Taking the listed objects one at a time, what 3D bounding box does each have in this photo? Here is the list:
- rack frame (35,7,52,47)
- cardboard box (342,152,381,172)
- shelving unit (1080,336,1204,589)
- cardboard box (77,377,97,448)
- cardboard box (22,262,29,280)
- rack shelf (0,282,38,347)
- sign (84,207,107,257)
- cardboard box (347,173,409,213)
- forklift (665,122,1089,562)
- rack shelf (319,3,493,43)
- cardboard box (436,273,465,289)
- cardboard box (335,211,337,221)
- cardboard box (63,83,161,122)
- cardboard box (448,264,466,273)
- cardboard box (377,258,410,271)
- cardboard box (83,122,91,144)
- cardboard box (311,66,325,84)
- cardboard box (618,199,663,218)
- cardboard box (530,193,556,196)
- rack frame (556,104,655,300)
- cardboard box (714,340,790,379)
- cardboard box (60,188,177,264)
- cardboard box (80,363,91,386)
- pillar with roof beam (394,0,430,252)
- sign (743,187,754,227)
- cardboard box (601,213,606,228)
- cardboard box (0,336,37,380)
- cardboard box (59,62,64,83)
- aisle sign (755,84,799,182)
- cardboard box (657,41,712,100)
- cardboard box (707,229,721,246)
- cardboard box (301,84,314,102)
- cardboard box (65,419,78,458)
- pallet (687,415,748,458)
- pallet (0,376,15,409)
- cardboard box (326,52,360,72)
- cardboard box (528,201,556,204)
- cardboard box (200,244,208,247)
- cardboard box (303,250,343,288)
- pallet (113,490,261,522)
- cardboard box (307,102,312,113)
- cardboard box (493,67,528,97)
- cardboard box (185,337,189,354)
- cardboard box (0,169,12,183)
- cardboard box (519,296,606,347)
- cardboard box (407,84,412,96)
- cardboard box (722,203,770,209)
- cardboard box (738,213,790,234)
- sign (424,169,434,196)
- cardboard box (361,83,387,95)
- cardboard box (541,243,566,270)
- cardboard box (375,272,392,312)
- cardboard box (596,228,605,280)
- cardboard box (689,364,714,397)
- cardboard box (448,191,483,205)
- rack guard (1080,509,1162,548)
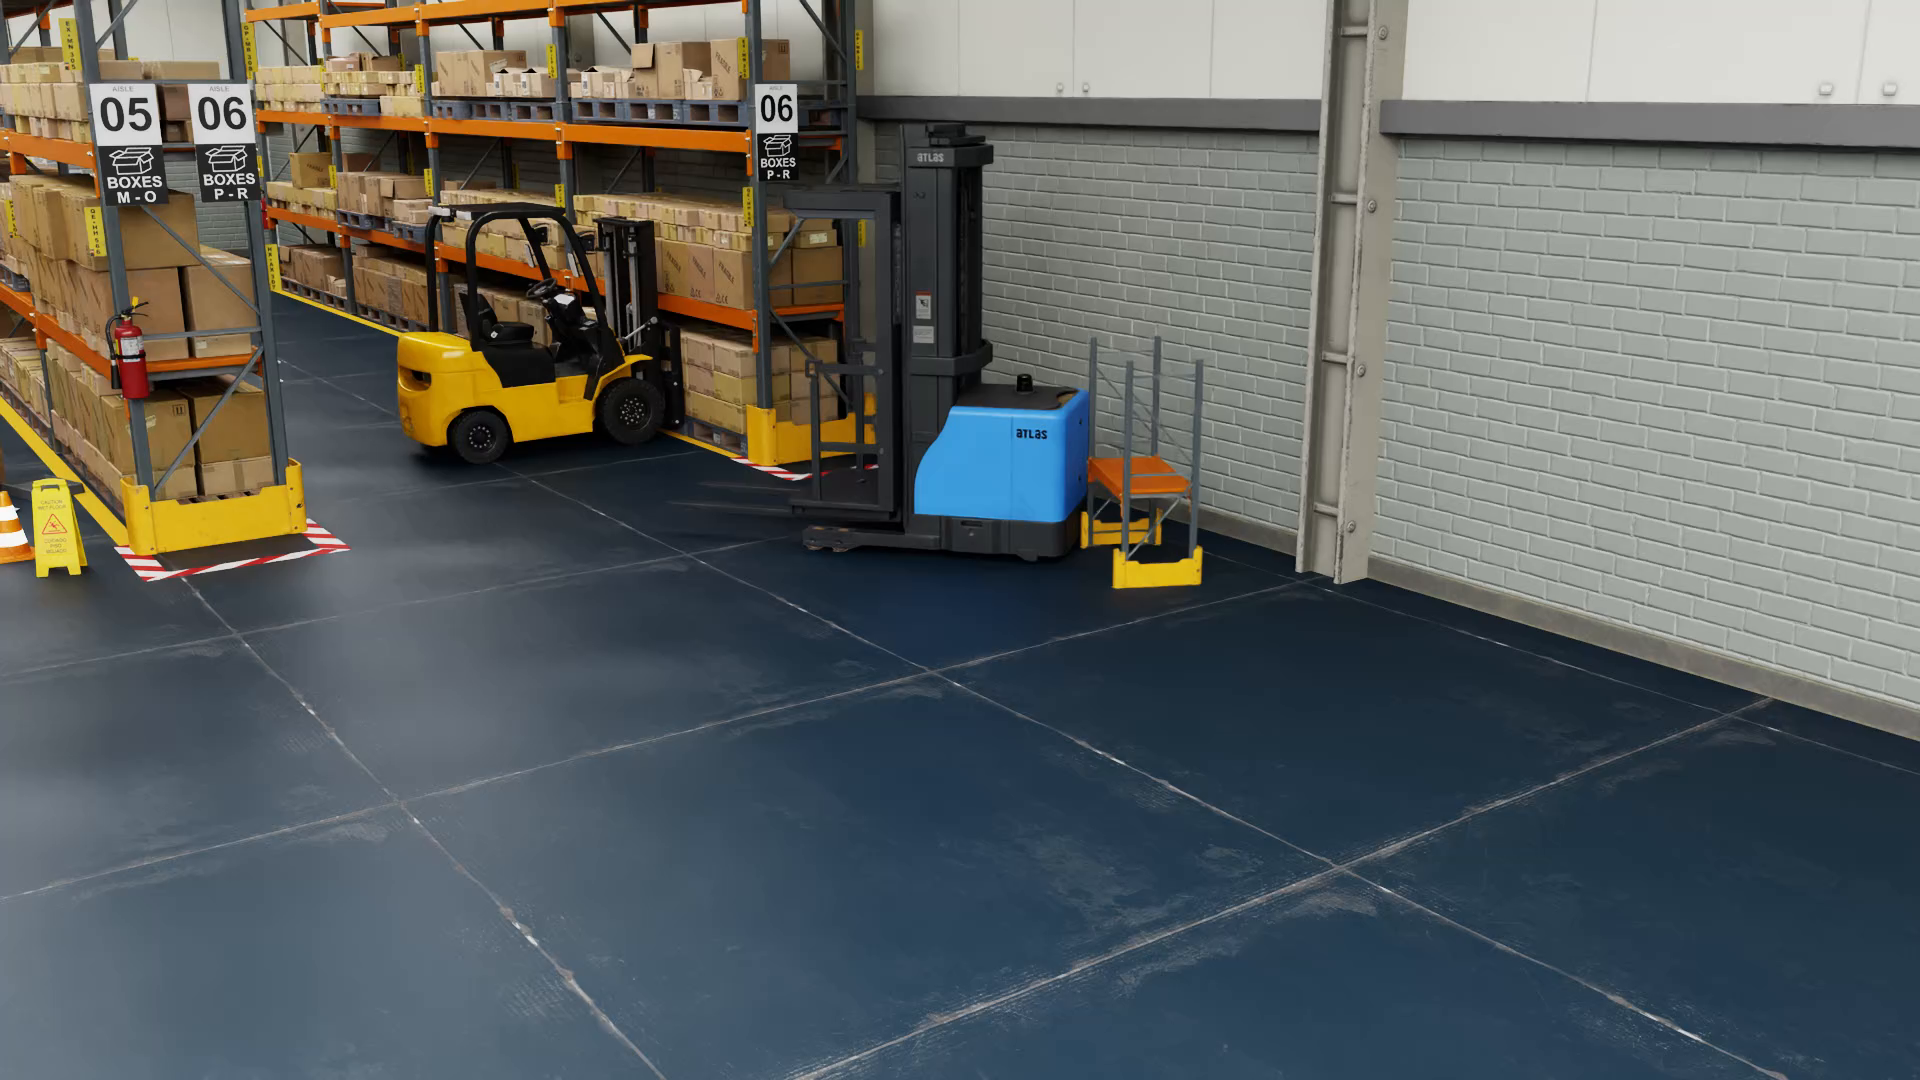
[{"bbox_3d":[-10.047,-6.042,17.107,1.000,3.000,0.127,-11,19,-35],"label":"rack frame"},{"bbox_3d":[-9.046,-5.566,25.032,0.500,0.500,0.500,-11,19,-36],"label":"cardboard box"},{"bbox_3d":[1.227,-0.555,11.262,0.587,1.500,1.083,-2,15,-8],"label":"shelving unit"},{"bbox_3d":[-6.625,-1.029,13.146,0.500,0.500,0.500,-11,19,-36],"label":"cardboard box"},{"bbox_3d":[-8.221,-2.443,15.001,0.380,0.149,0.250,-11,19,-34],"label":"cardboard box"},{"bbox_3d":[-8.871,-2.375,16.434,1.077,0.370,4.000,-11,19,-35],"label":"rack shelf"},{"bbox_3d":[-5.804,-2.070,11.164,0.100,0.325,0.005,-11,19,-35],"label":"sign"},{"bbox_3d":[-7.978,-4.776,22.861,0.700,0.500,0.500,-11,19,-34],"label":"cardboard box"},{"bbox_3d":[-0.626,-1.457,11.848,3.031,2.935,1.130,4,16,14],"label":"forklift"},{"bbox_3d":[-7.210,-6.701,21.633,1.077,0.370,4.000,-11,19,-35],"label":"rack shelf"},{"bbox_3d":[-6.529,-3.296,21.147,0.380,0.149,0.250,-12,19,-37],"label":"cardboard box"},{"bbox_3d":[-8.777,-4.682,23.976,0.380,0.149,0.250,-11,19,-34],"label":"cardboard box"},{"bbox_3d":[-5.862,-3.026,11.488,0.500,0.250,0.500,-11,19,-35],"label":"cardboard box"},{"bbox_3d":[-6.711,-3.612,22.301,0.380,0.149,0.250,-11,19,-36],"label":"cardboard box"},{"bbox_3d":[-7.832,-3.810,23.024,0.380,0.149,0.250,-11,19,-35],"label":"cardboard box"},{"bbox_3d":[-5.779,-2.799,11.414,0.380,0.149,0.250,-11,19,-34],"label":"cardboard box"},{"bbox_3d":[-8.877,-6.604,23.613,0.500,0.250,0.500,-11,19,-34],"label":"cardboard box"},{"bbox_3d":[-3.108,-3.239,16.248,0.380,0.149,0.250,-11,19,-35],"label":"cardboard box"},{"bbox_3d":[-4.826,-3.990,19.554,0.380,0.149,0.250,-11,19,-35],"label":"cardboard box"},{"bbox_3d":[-3.682,-3.066,17.596,1.000,3.000,0.127,-11,19,-35],"label":"rack frame"},{"bbox_3d":[-1.853,-1.620,14.833,0.500,0.250,0.500,-10,18,-33],"label":"cardboard box"},{"bbox_3d":[-6.111,-2.299,12.147,0.700,0.500,0.500,-11,19,-34],"label":"cardboard box"},{"bbox_3d":[-6.594,-1.301,12.910,0.380,0.149,0.250,-10,18,-32],"label":"cardboard box"},{"bbox_3d":[-11.548,-7.288,21.659,9.100,9.000,0.400,-11,19,-35],"label":"pillar with roof beam"},{"bbox_3d":[-1.777,-2.803,13.994,0.100,0.325,0.005,-11,19,-35],"label":"sign"},{"bbox_3d":[-3.378,-3.212,16.711,0.380,0.149,0.250,-11,19,-35],"label":"cardboard box"},{"bbox_3d":[-9.723,-1.962,17.744,0.950,0.372,0.625,-12,20,-38],"label":"cardboard box"},{"bbox_3d":[-6.444,-3.465,12.339,0.380,0.149,0.250,-12,19,-36],"label":"cardboard box"},{"bbox_3d":[-1.529,-3.406,13.914,0.394,0.787,0.004,-11,19,-35],"label":"aisle sign"},{"bbox_3d":[-2.309,-4.249,15.061,0.700,0.500,0.500,-11,19,-34],"label":"cardboard box"},{"bbox_3d":[-2.038,-2.718,14.908,0.380,0.149,0.250,-10,18,-34],"label":"cardboard box"},{"bbox_3d":[-9.186,-6.466,24.056,0.500,0.250,0.500,-12,19,-36],"label":"cardboard box"},{"bbox_3d":[-7.243,-0.891,14.062,0.500,0.250,0.500,-10,18,-31],"label":"cardboard box"},{"bbox_3d":[-1.814,-1.024,15.416,1.003,0.211,1.213,-11,19,-35],"label":"pallet"},{"bbox_3d":[-9.588,-1.637,17.657,1.003,0.211,1.213,-11,19,-35],"label":"pallet"},{"bbox_3d":[-8.491,-6.575,22.879,0.396,0.266,0.258,-11,19,-35],"label":"cardboard box"},{"bbox_3d":[-4.592,-3.614,18.180,0.380,0.149,0.250,-12,19,-36],"label":"cardboard box"},{"bbox_3d":[-6.310,-2.103,13.323,0.500,0.500,0.500,-11,19,-36],"label":"cardboard box"},{"bbox_3d":[-9.754,-4.163,25.544,0.500,0.500,0.500,-10,18,-34],"label":"cardboard box"},{"bbox_3d":[-5.837,-0.291,12.739,1.003,0.211,1.213,-11,19,-35],"label":"pallet"},{"bbox_3d":[-9.269,-6.295,24.189,0.380,0.149,0.250,-11,19,-35],"label":"cardboard box"},{"bbox_3d":[-4.756,-5.001,18.169,0.500,0.311,0.500,-12,19,-36],"label":"cardboard box"},{"bbox_3d":[-5.535,-1.476,12.262,0.380,0.149,0.250,-11,19,-34],"label":"cardboard box"},{"bbox_3d":[-10.562,-3.749,18.009,0.500,0.500,0.500,-11,19,-36],"label":"cardboard box"},{"bbox_3d":[-4.448,-2.400,18.865,0.875,0.625,0.625,-11,19,-35],"label":"cardboard box"},{"bbox_3d":[-6.707,-5.644,20.861,0.380,0.149,0.250,-10,18,-33],"label":"cardboard box"},{"bbox_3d":[-2.031,-3.115,15.795,0.380,0.149,0.250,-11,19,-36],"label":"cardboard box"},{"bbox_3d":[-1.711,-2.760,14.497,0.380,0.149,0.250,-11,19,-34],"label":"cardboard box"},{"bbox_3d":[-6.467,-4.354,20.259,0.100,0.325,0.005,-11,19,-35],"label":"sign"},{"bbox_3d":[-7.607,-5.901,21.763,0.380,0.149,0.250,-10,18,-33],"label":"cardboard box"},{"bbox_3d":[-4.190,-3.061,17.861,0.500,0.250,0.500,-10,18,-33],"label":"cardboard box"},{"bbox_3d":[-7.672,-3.414,22.805,0.500,0.500,0.500,-12,19,-36],"label":"cardboard box"},{"bbox_3d":[-3.313,-2.870,16.692,0.500,0.500,0.500,-10,18,-34],"label":"cardboard box"},{"bbox_3d":[-2.155,-1.493,15.317,0.500,0.250,0.500,-11,19,-35],"label":"cardboard box"},{"bbox_3d":[-5.927,-4.111,19.995,0.380,0.149,0.250,-10,18,-33],"label":"cardboard box"},{"bbox_3d":[1.152,-0.082,11.902,0.587,0.250,0.087,-2,15,-8],"label":"rack guard"}]
